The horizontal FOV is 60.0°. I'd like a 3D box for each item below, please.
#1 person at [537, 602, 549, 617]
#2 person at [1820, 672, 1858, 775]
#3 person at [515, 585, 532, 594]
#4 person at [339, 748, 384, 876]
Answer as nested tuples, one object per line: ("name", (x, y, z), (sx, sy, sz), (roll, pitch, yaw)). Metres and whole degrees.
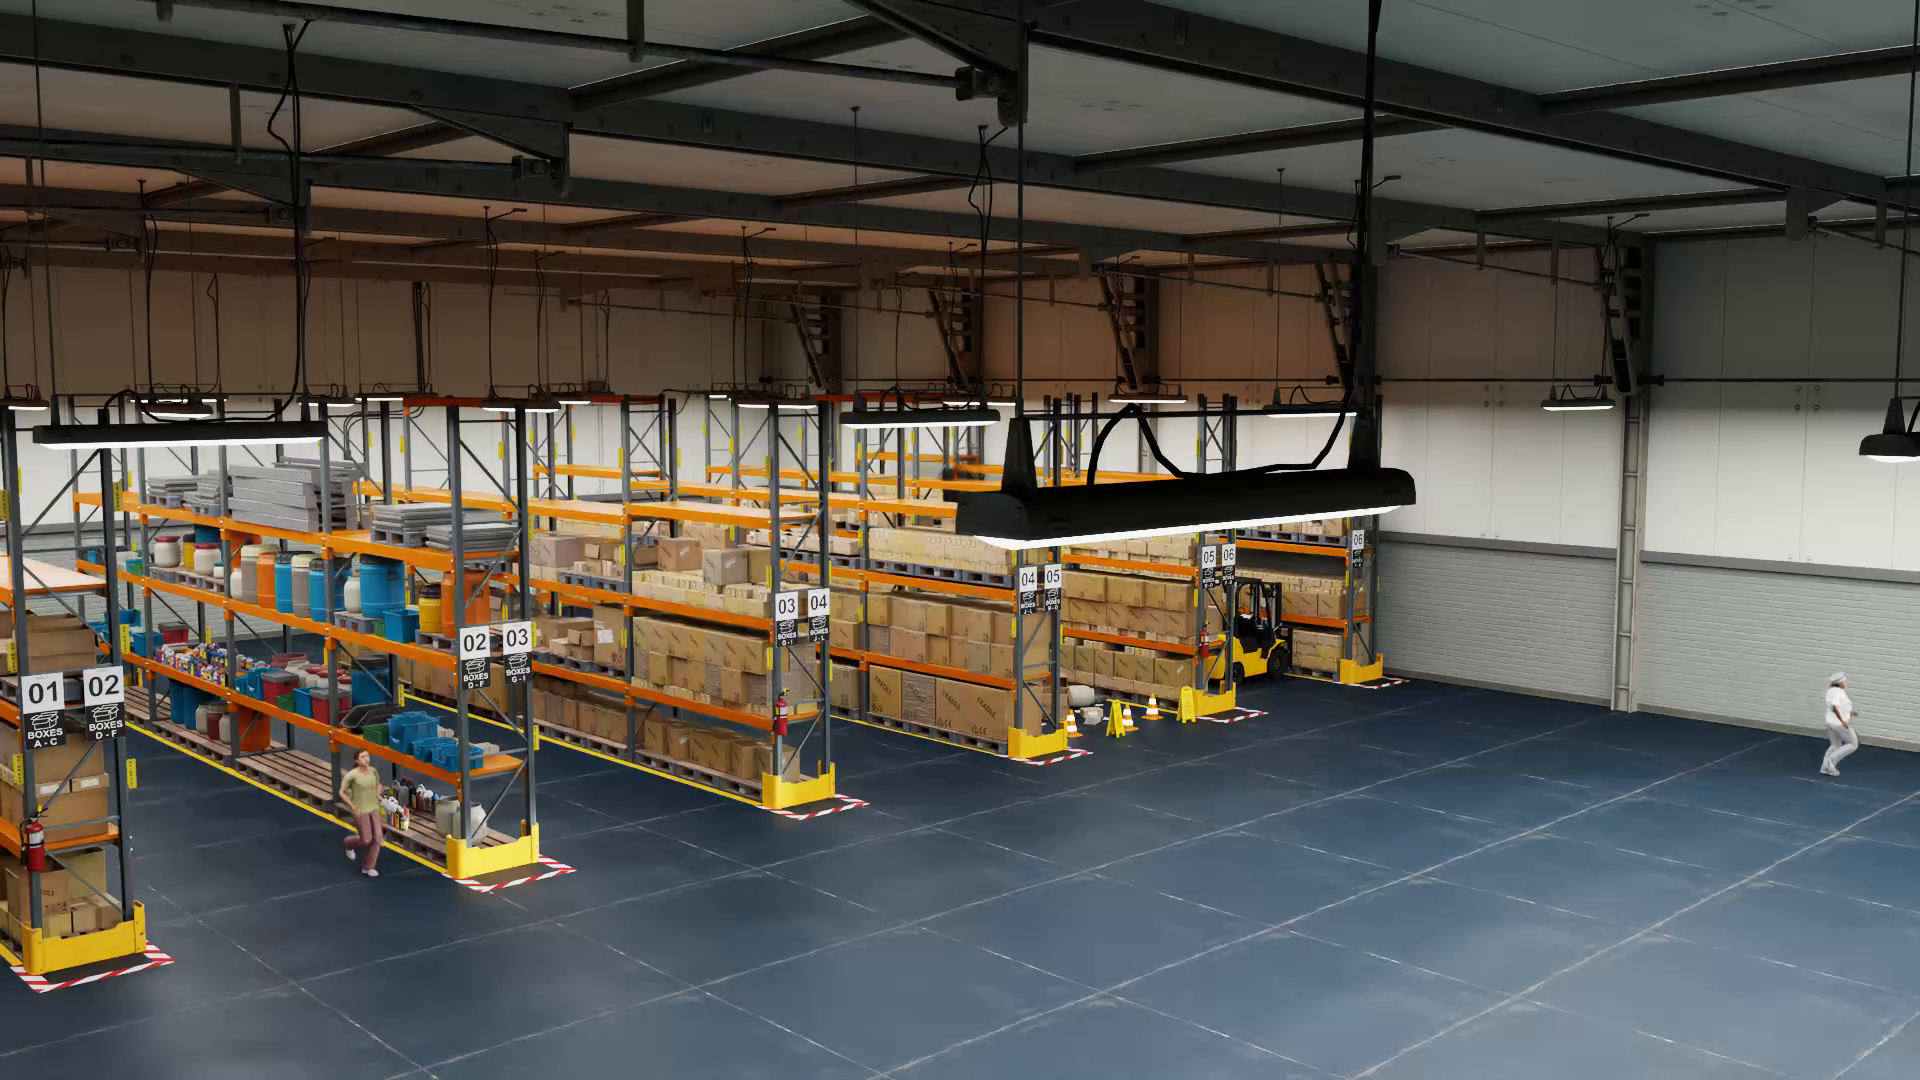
("person", (-8.586, 2.161, 34.208), (0.902, 1.785, 0.663), (5, 7, 42))
("person", (14.090, 2.935, 26.572), (0.570, 1.661, 0.549), (0, 6, -1))
("person", (-10.582, 1.634, 40.325), (0.663, 1.684, 0.844), (4, 7, 32))
("person", (-7.656, 3.467, 21.328), (0.633, 1.629, 0.581), (4, 7, 39))
